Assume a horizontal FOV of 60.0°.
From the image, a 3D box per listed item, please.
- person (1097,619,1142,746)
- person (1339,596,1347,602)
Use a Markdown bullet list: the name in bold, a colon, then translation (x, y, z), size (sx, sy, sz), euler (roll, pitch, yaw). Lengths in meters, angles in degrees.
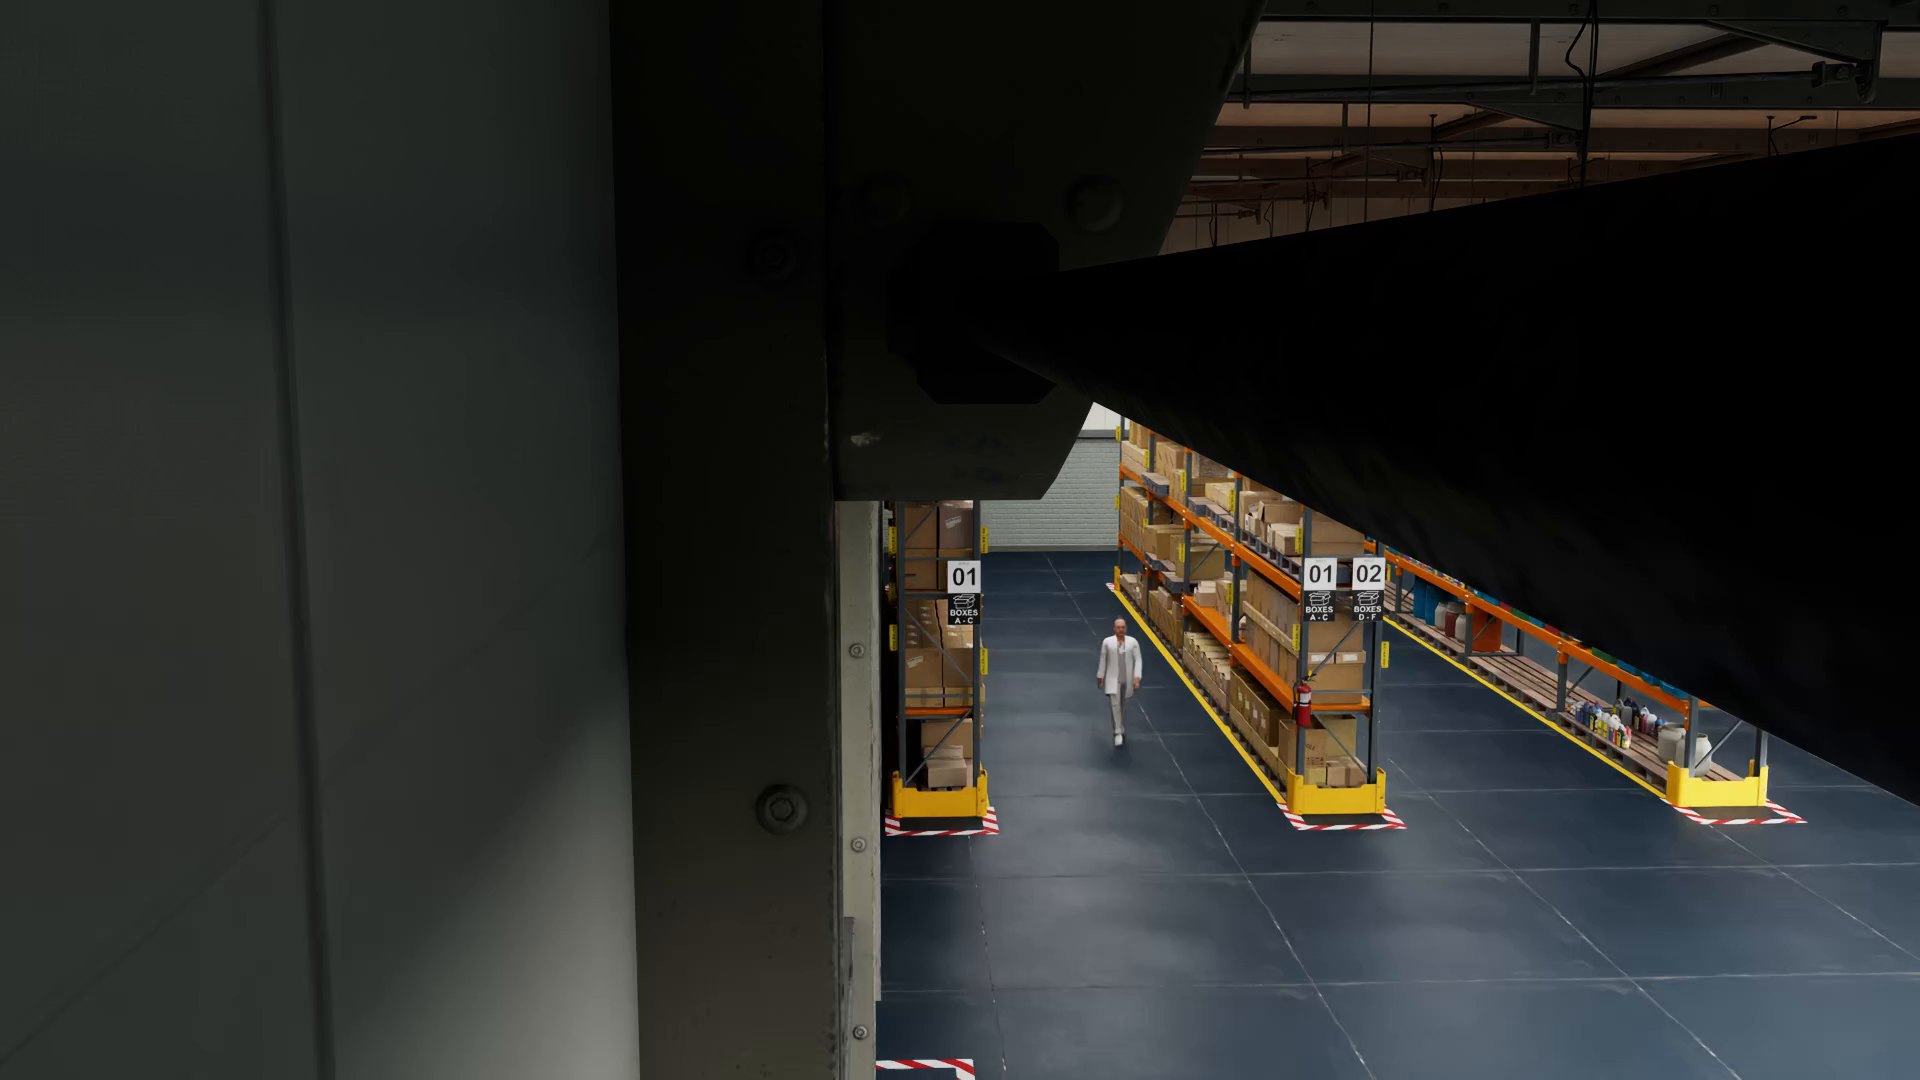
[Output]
- **person**: translation (2.336, 2.011, 23.972), size (0.589, 1.715, 1.114), euler (-2, 8, -11)
- **person**: translation (7.592, 0.711, 33.312), size (0.610, 1.766, 0.413), euler (-4, 9, -27)
